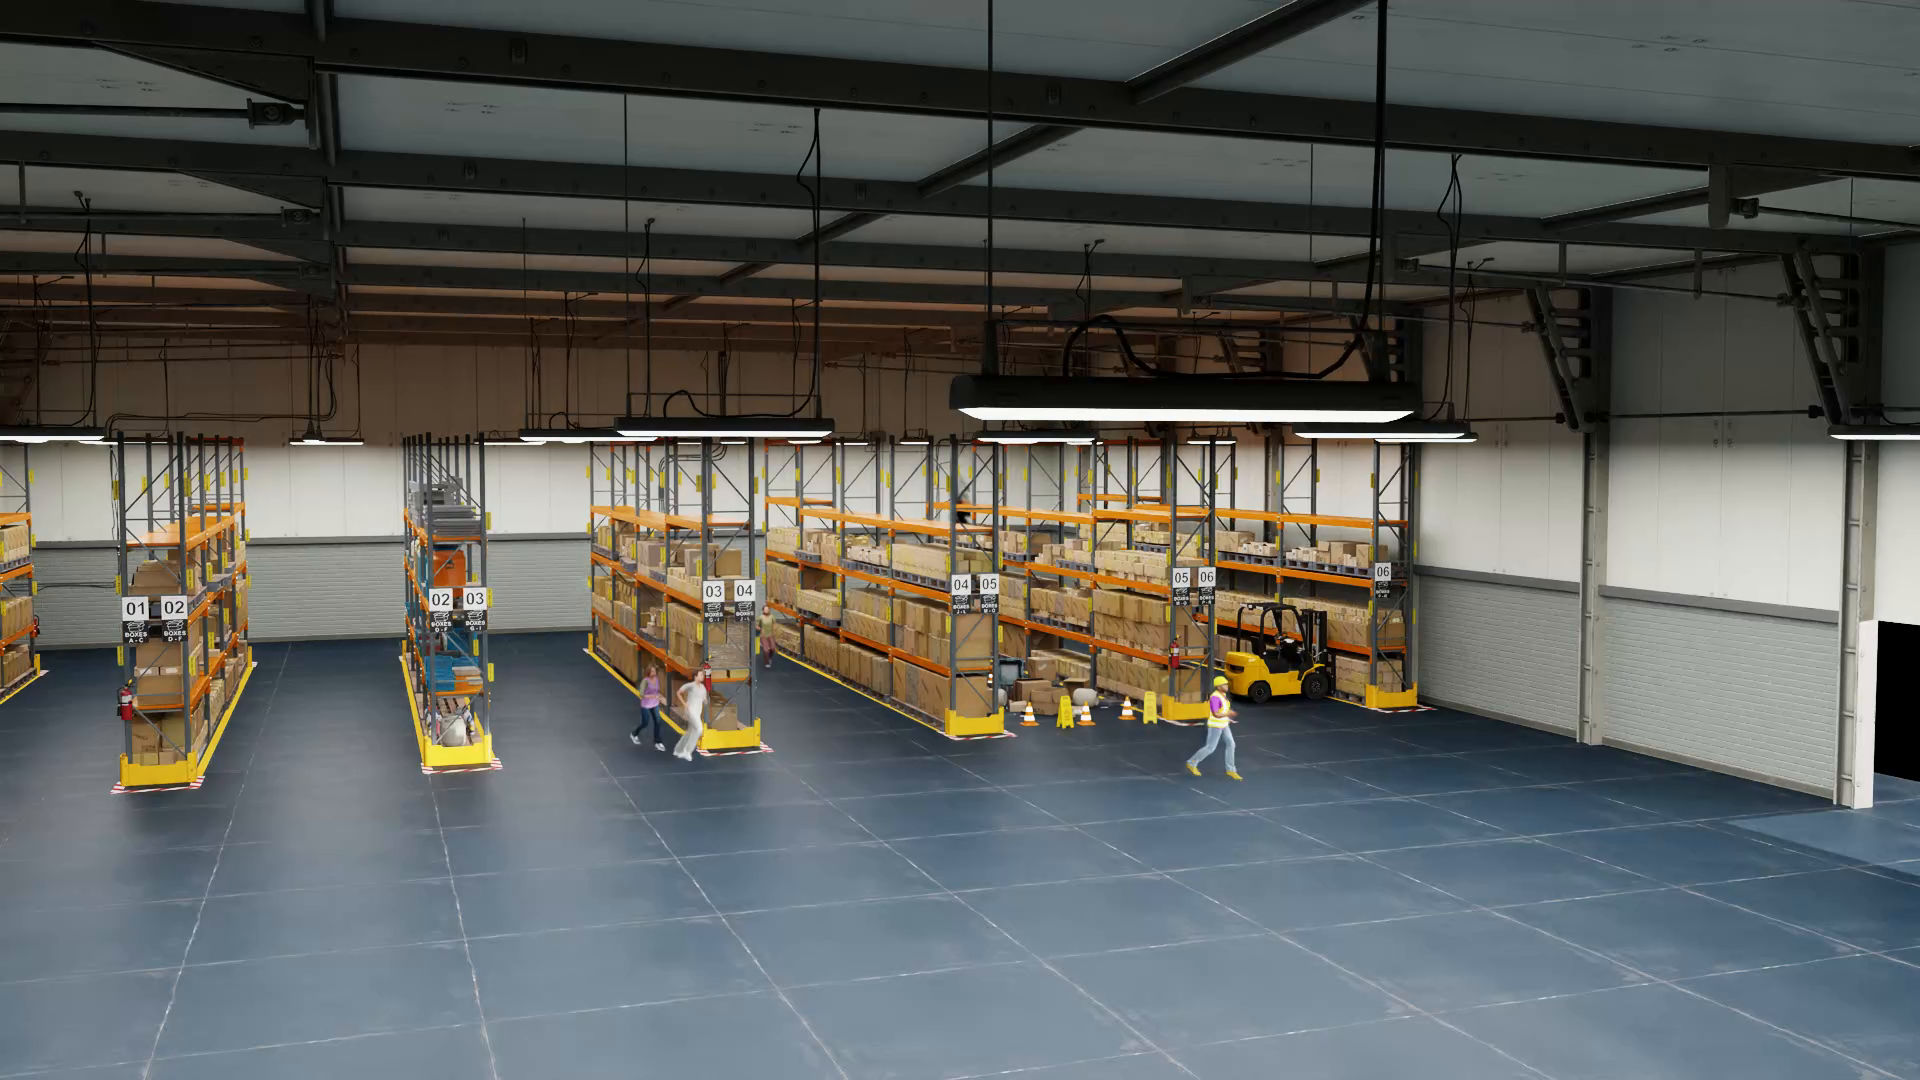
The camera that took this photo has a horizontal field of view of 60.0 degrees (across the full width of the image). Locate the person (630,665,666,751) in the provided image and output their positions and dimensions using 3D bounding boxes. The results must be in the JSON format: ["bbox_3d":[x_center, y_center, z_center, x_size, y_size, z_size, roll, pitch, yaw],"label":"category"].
[{"bbox_3d":[-5.921,3.165,31.561,0.882,1.595,0.514,3,4,41],"label":"person"}]

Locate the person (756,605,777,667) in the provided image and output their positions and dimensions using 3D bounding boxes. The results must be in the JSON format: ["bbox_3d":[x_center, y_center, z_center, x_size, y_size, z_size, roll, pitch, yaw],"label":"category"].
[{"bbox_3d":[-5.005,2.507,43.205,0.556,1.626,0.520,-1,3,-18],"label":"person"}]

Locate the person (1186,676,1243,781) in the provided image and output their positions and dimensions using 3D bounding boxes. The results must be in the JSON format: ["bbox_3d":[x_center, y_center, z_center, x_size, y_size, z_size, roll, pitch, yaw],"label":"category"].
[{"bbox_3d":[4.410,3.244,28.718,0.948,1.801,0.712,2,4,26],"label":"person"}]

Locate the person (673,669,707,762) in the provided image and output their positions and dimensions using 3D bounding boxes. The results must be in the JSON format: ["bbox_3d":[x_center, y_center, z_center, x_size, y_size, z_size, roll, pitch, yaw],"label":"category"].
[{"bbox_3d":[-4.933,3.206,30.641,0.652,1.666,0.600,1,3,25],"label":"person"}]
